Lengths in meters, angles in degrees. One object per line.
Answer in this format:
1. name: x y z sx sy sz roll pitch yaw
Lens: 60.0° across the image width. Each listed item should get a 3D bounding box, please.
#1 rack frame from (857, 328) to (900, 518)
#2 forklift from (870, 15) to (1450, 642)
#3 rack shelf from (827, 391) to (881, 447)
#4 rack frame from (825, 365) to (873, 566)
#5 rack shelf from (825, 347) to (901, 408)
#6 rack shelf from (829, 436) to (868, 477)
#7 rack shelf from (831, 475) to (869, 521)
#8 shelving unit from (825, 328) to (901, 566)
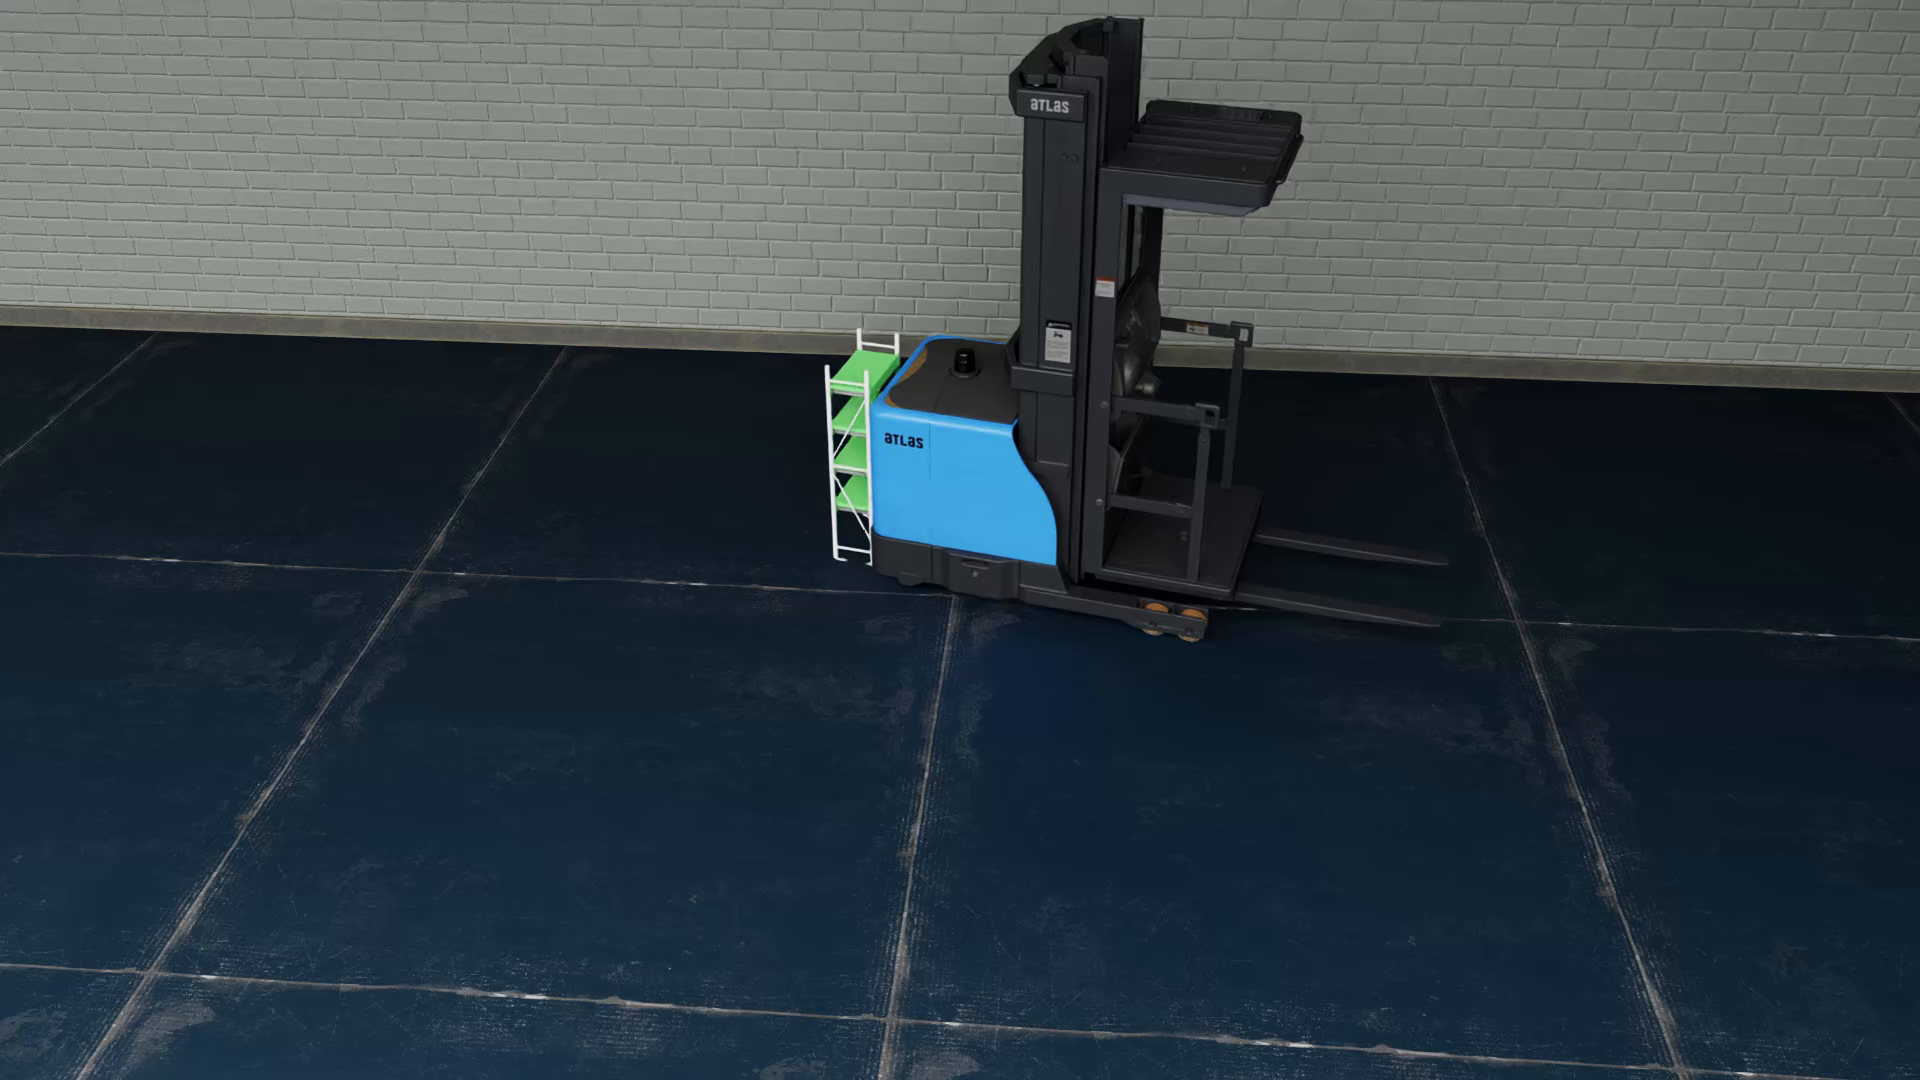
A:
1. rack frame: -0.449 -0.632 9.412 0.240 1.200 0.015 9 33 15
2. forklift: 1.089 -1.031 8.410 3.031 2.935 1.130 9 33 15
3. rack shelf: -0.521 -0.660 9.122 0.258 0.148 0.480 9 33 15
4. rack frame: -0.593 -0.387 9.015 0.240 1.200 0.015 9 33 15
5. rack shelf: -0.521 -0.864 8.996 0.258 0.148 0.480 9 33 15
6. rack shelf: -0.521 -0.455 9.247 0.258 0.148 0.480 9 33 15
7. rack shelf: -0.521 -0.251 9.373 0.258 0.148 0.480 9 33 15
8. shelving unit: -0.521 -0.510 9.214 0.258 1.200 0.503 9 33 15
